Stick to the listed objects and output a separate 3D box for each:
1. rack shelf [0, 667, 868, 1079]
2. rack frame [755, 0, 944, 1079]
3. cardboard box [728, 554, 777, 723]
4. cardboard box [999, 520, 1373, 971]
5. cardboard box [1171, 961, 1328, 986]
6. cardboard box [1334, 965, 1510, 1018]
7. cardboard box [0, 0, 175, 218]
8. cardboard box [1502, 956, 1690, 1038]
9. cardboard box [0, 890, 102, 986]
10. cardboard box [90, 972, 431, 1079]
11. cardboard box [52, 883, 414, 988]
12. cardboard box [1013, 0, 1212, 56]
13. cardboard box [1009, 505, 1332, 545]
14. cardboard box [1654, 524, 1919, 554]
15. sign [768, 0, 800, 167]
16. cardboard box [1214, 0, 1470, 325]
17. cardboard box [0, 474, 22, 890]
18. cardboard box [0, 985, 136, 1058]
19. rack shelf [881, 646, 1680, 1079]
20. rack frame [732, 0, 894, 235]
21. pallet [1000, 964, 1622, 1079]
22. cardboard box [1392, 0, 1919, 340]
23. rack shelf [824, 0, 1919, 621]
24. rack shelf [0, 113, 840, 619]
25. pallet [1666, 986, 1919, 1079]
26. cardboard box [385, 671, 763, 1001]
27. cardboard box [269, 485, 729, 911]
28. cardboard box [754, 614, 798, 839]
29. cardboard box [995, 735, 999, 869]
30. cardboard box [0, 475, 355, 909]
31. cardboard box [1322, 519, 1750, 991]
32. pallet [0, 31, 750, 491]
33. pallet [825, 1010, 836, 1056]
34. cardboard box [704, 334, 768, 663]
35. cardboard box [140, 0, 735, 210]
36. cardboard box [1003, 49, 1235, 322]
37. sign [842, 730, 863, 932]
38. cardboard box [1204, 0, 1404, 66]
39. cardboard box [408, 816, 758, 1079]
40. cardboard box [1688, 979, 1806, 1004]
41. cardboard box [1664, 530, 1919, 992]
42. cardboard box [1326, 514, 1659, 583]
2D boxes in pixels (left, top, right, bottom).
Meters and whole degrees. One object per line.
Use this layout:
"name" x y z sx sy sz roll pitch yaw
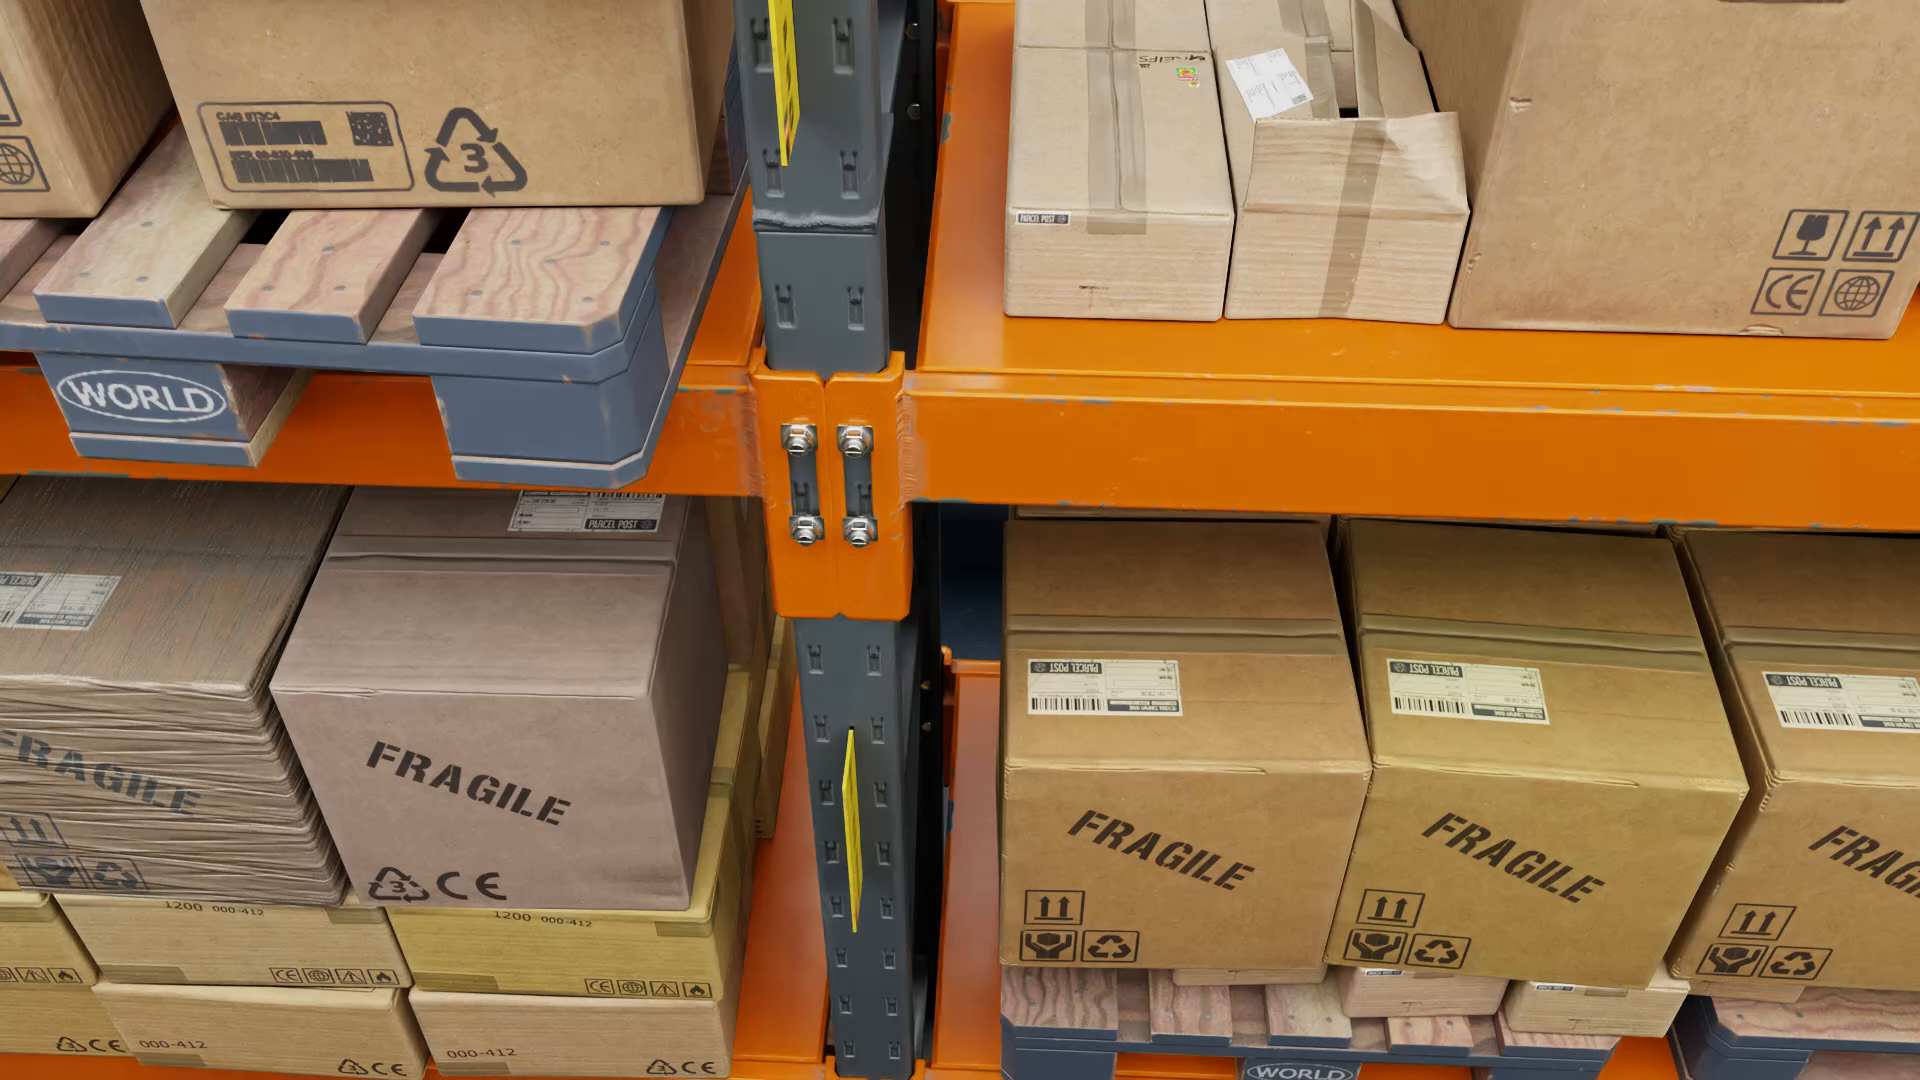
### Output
"rack shelf" -2.122 0.649 3.381 4.000 0.370 1.077 2 43 2
"rack frame" -0.124 0.447 3.070 0.127 3.000 1.000 2 43 2
"cardboard box" -0.619 0.135 3.147 0.500 0.250 0.500 1 43 2
"cardboard box" 0.315 0.319 2.607 0.500 0.500 0.500 1 43 1
"cardboard box" 0.473 0.553 2.832 0.250 0.149 0.380 -1 43 -1
"cardboard box" 0.744 0.593 2.789 0.250 0.149 0.380 -1 43 -1
"cardboard box" -1.122 -0.742 1.764 0.500 0.500 0.700 0 43 0
"cardboard box" 1.018 0.616 2.765 0.250 0.149 0.380 2 43 2
"cardboard box" -1.644 0.462 2.797 0.500 0.250 0.500 1 43 1
"cardboard box" -1.152 0.658 2.953 0.500 0.250 0.500 2 43 3
"cardboard box" -1.132 0.464 2.795 0.500 0.250 0.500 1 43 1
"cardboard box" 0.200 -0.692 2.276 0.250 0.149 0.380 2 43 2
"cardboard box" 0.343 -0.027 2.979 0.500 0.500 0.500 1 43 1
"cardboard box" 1.364 -0.004 2.954 0.500 0.500 0.500 -1 43 -1
"sign" -0.157 -0.491 1.438 0.005 0.325 0.100 2 43 2
"cardboard box" 0.438 -0.468 1.950 0.258 0.266 0.396 2 43 2
"cardboard box" -1.661 0.177 2.553 0.500 0.500 0.500 2 43 2
"cardboard box" -1.654 0.632 2.981 0.500 0.250 0.500 1 43 1
"rack shelf" 1.874 0.772 3.249 4.000 0.370 1.077 2 43 2
"rack frame" -0.124 -1.748 1.025 0.127 3.000 1.000 2 43 2
"pallet" 0.593 0.467 3.189 1.003 0.211 1.213 2 43 2
"cardboard box" 0.822 -0.651 1.974 0.500 0.500 0.700 2 43 2
"rack shelf" 1.874 -0.326 2.226 4.000 0.370 1.077 2 43 2
"rack shelf" -2.122 -0.449 2.358 4.000 0.370 1.077 2 43 2
"pallet" 1.855 0.550 3.100 1.213 0.211 1.003 2 43 2
"cardboard box" -0.619 0.477 2.780 0.500 0.250 0.500 2 43 2
"cardboard box" -0.652 0.207 2.520 0.500 0.500 0.500 1 43 1
"cardboard box" -0.602 0.316 3.321 0.500 0.250 0.500 1 43 1
"cardboard box" 0.192 0.522 2.865 0.250 0.149 0.380 -1 43 -1
"cardboard box" -1.165 0.197 2.531 0.500 0.500 0.500 2 43 3
"cardboard box" 0.836 0.331 2.595 0.500 0.500 0.500 4 43 4
"pallet" -0.770 -0.565 2.094 1.003 0.211 1.213 4 43 4
"pallet" -0.908 1.392 4.101 1.213 0.211 1.003 2 43 2
"cardboard box" -0.606 -0.137 2.890 0.500 0.500 0.500 0 43 0
"cardboard box" -0.508 -0.751 1.771 0.637 0.503 0.797 -1 43 -1
"cardboard box" 0.183 -0.433 1.998 0.250 0.149 0.380 2 43 2
"sign" -0.146 0.401 2.269 0.005 0.325 0.100 2 43 2
"cardboard box" 0.449 -0.690 2.274 0.250 0.149 0.380 2 43 2
"cardboard box" -0.641 0.663 2.948 0.500 0.250 0.500 0 43 0
"cardboard box" 1.263 0.570 2.814 0.250 0.149 0.380 4 43 4
"cardboard box" 1.367 0.342 2.582 0.500 0.500 0.500 2 43 3
"cardboard box" 0.860 -0.019 2.970 0.500 0.500 0.500 1 43 1
